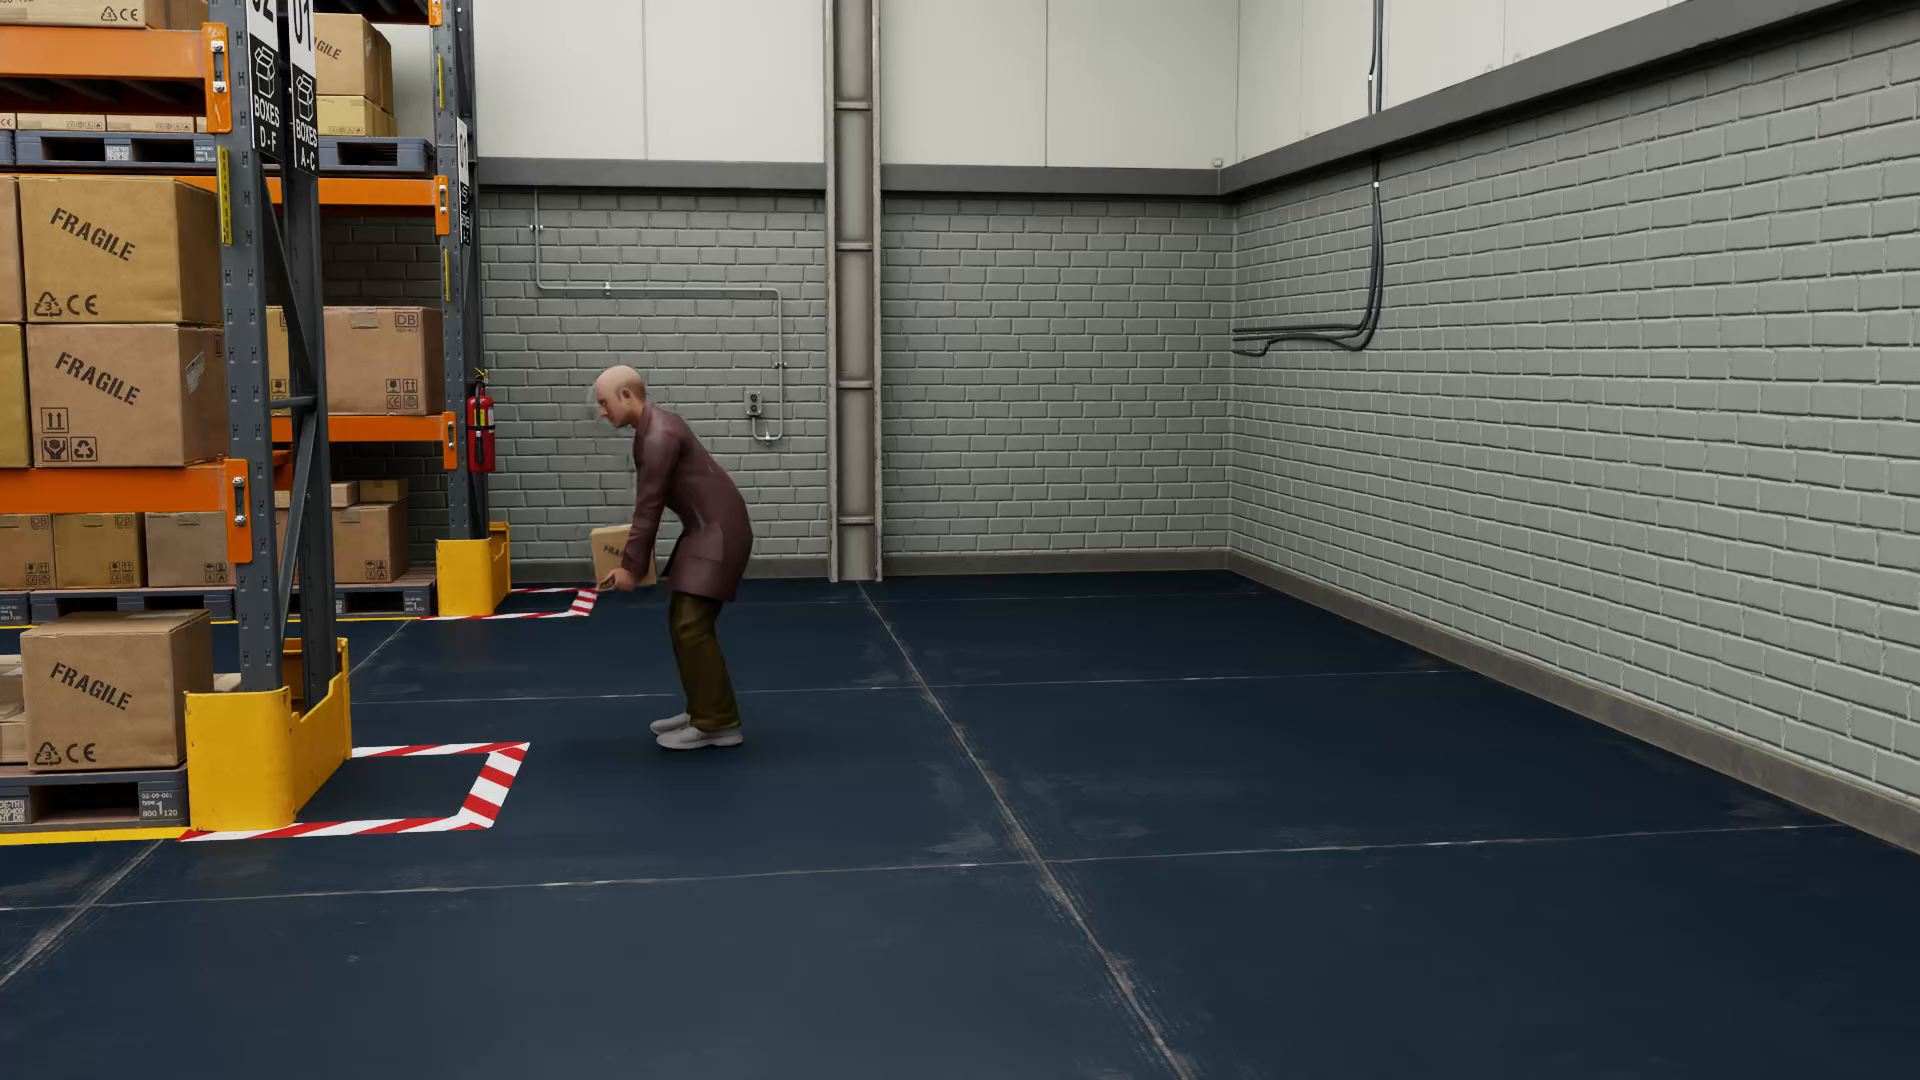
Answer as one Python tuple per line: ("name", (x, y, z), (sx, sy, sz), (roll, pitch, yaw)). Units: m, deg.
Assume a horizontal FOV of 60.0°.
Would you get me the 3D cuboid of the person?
("person", (-1.235, 0.071, 7.251), (0.662, 1.649, 0.543), (-1, 6, -10))
